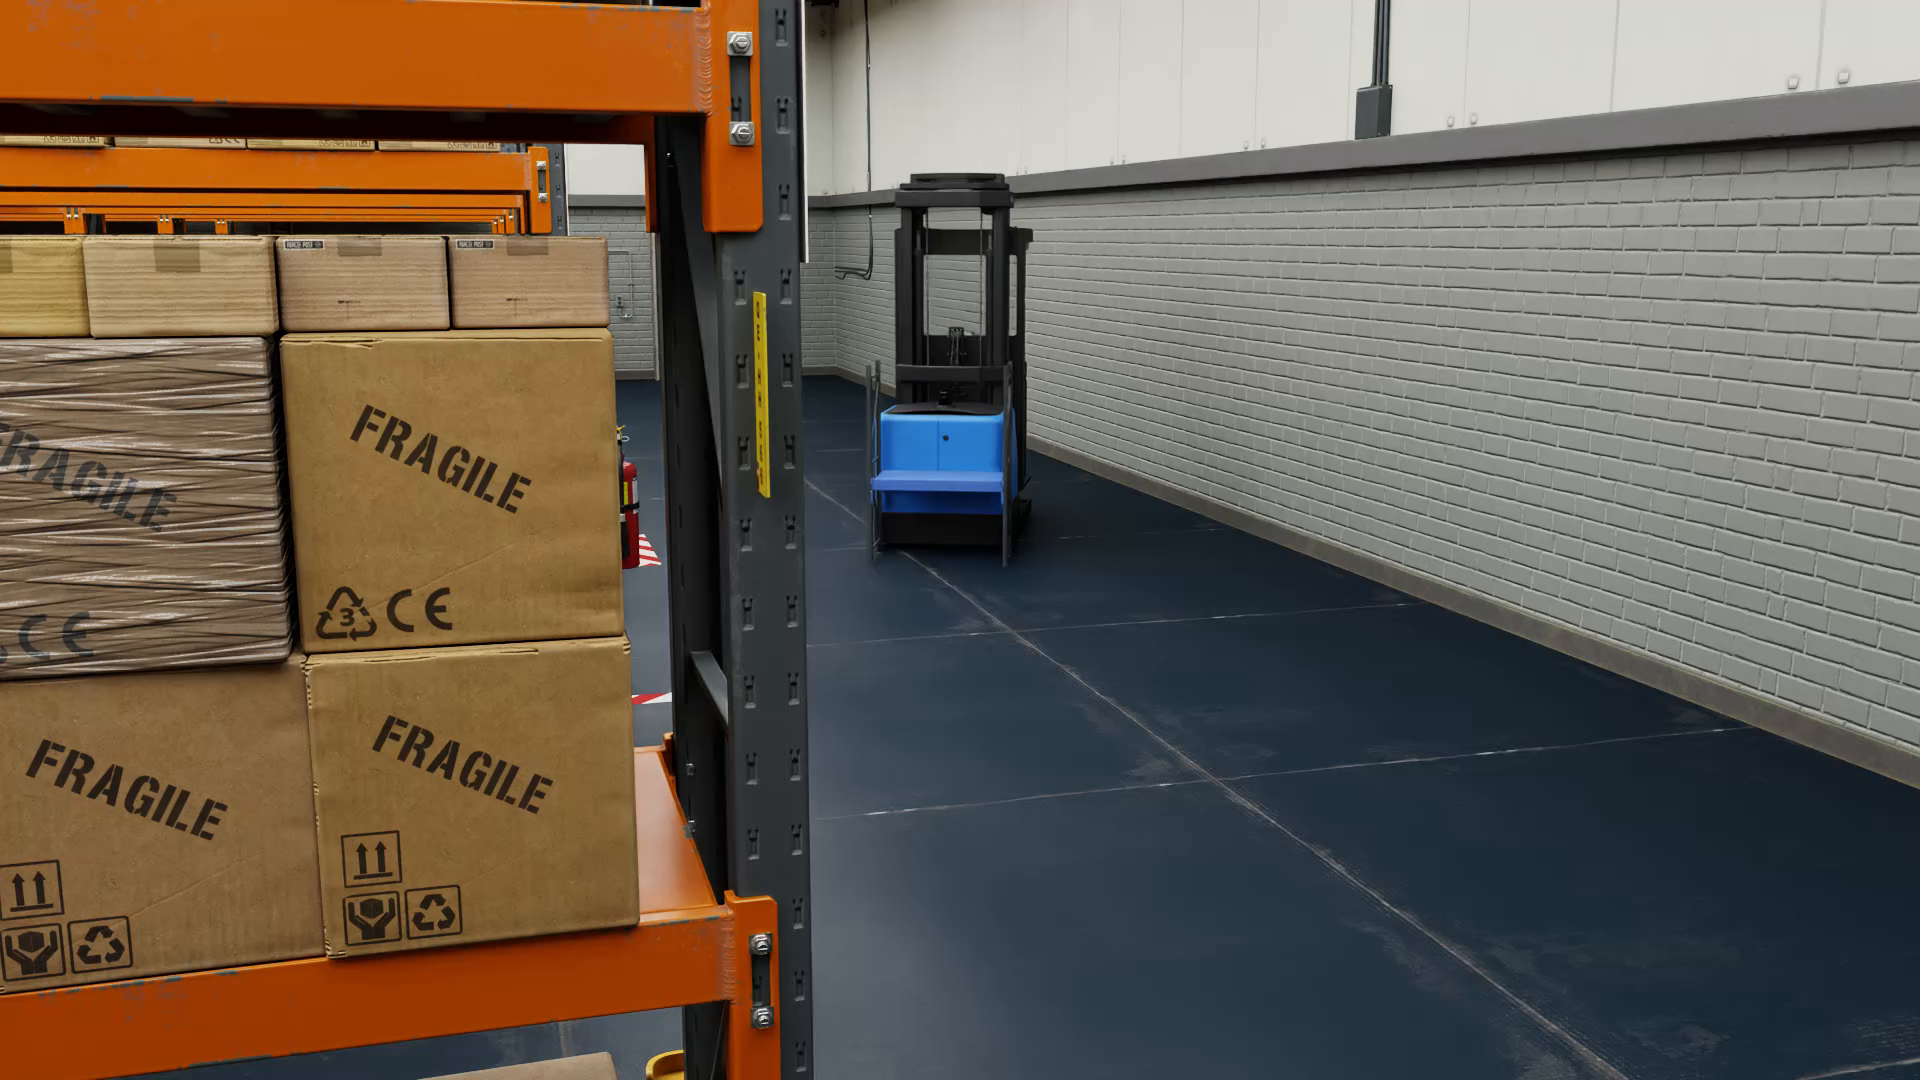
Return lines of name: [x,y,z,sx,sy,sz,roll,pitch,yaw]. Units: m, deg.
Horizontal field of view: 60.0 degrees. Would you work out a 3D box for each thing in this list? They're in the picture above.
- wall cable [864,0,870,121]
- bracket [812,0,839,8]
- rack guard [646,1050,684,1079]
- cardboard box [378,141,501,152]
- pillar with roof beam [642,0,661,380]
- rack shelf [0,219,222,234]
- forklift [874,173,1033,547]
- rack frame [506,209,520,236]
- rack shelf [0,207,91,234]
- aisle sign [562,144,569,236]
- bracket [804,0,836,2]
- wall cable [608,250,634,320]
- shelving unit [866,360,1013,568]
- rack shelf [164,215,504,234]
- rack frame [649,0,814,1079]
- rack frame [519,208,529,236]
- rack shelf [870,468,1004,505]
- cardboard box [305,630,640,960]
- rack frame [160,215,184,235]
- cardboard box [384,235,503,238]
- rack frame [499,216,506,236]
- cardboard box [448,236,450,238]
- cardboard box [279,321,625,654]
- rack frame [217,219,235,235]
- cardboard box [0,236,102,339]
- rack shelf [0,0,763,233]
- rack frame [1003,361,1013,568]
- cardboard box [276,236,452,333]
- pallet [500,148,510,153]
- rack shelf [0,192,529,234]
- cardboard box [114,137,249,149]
wall cable: [-1.096,-7.611,24.659,0.112,2.526,3.097,-3,11,-16]
bracket: [-2.259,-9.037,27.836,0.430,0.232,0.235,-3,11,-16]
rack guard: [-0.436,1.584,3.559,0.348,0.500,1.175,-3,11,-16]
cardboard box: [-2.302,-1.832,7.340,0.500,0.250,0.500,-3,11,-17]
pillar with roof beam: [-3.828,-6.439,23.667,0.548,9.000,9.100,-3,11,-16]
rack shelf: [-13.143,-4.767,24.860,4.000,0.370,1.077,-3,11,-16]
forklift: [0.035,-1.609,14.190,1.130,2.935,3.031,1,11,8]
rack frame: [-4.613,-2.227,17.361,0.127,3.000,1.000,-3,11,-16]
rack shelf: [-10.374,-3.045,15.505,4.000,0.370,1.077,-3,11,-16]
aisle sign: [-1.786,-1.729,7.474,0.004,0.787,0.394,-3,11,-16]
bracket: [-2.826,-9.007,27.674,3.189,0.066,0.076,-3,11,-16]
wall cable: [-6.417,-4.679,27.869,1.851,1.984,0.084,-3,11,-16]
shelving unit: [-0.147,-0.586,12.590,1.048,1.500,0.538,1,10,6]
rack shelf: [-7.915,-4.109,21.283,4.000,0.370,1.077,-3,11,-16]
rack frame: [-0.458,0.357,3.323,0.053,2.616,0.949,-3,11,-16]
rack frame: [-3.229,-1.366,12.684,0.127,3.000,1.000,-3,11,-16]
rack shelf: [-0.146,-0.410,12.622,1.000,0.185,0.538,1,10,6]
cardboard box: [-0.848,0.378,2.935,0.500,0.500,0.500,-3,11,-16]
rack frame: [-9.835,-2.886,20.940,0.127,3.000,1.000,-3,11,-16]
cardboard box: [-2.309,-1.120,7.485,0.500,0.500,0.500,-3,11,-17]
rack frame: [-5.994,-3.089,22.039,0.127,3.000,1.000,-3,11,-16]
cardboard box: [-1.109,-0.508,3.192,0.250,0.149,0.380,-3,11,-15]
cardboard box: [-0.855,-0.119,2.869,0.500,0.500,0.500,-3,11,-14]
rack frame: [-11.223,-3.747,25.616,0.127,3.000,1.000,-3,11,-16]
cardboard box: [-1.462,-0.400,2.607,0.250,0.149,0.380,-3,11,-15]
rack shelf: [-2.379,-0.664,2.570,4.000,0.370,1.077,-3,11,-16]
rack frame: [0.359,-0.577,12.539,0.032,1.500,0.500,1,10,6]
cardboard box: [-0.985,-0.434,2.788,0.250,0.149,0.380,-3,11,-15]
pallet: [-3.938,-2.759,12.207,1.213,0.211,1.003,-3,11,-16]
rack shelf: [-5.149,-2.387,11.928,4.000,0.370,1.077,-3,11,-16]
cardboard box: [-3.270,-1.782,7.069,0.500,0.250,0.500,-3,11,-13]
